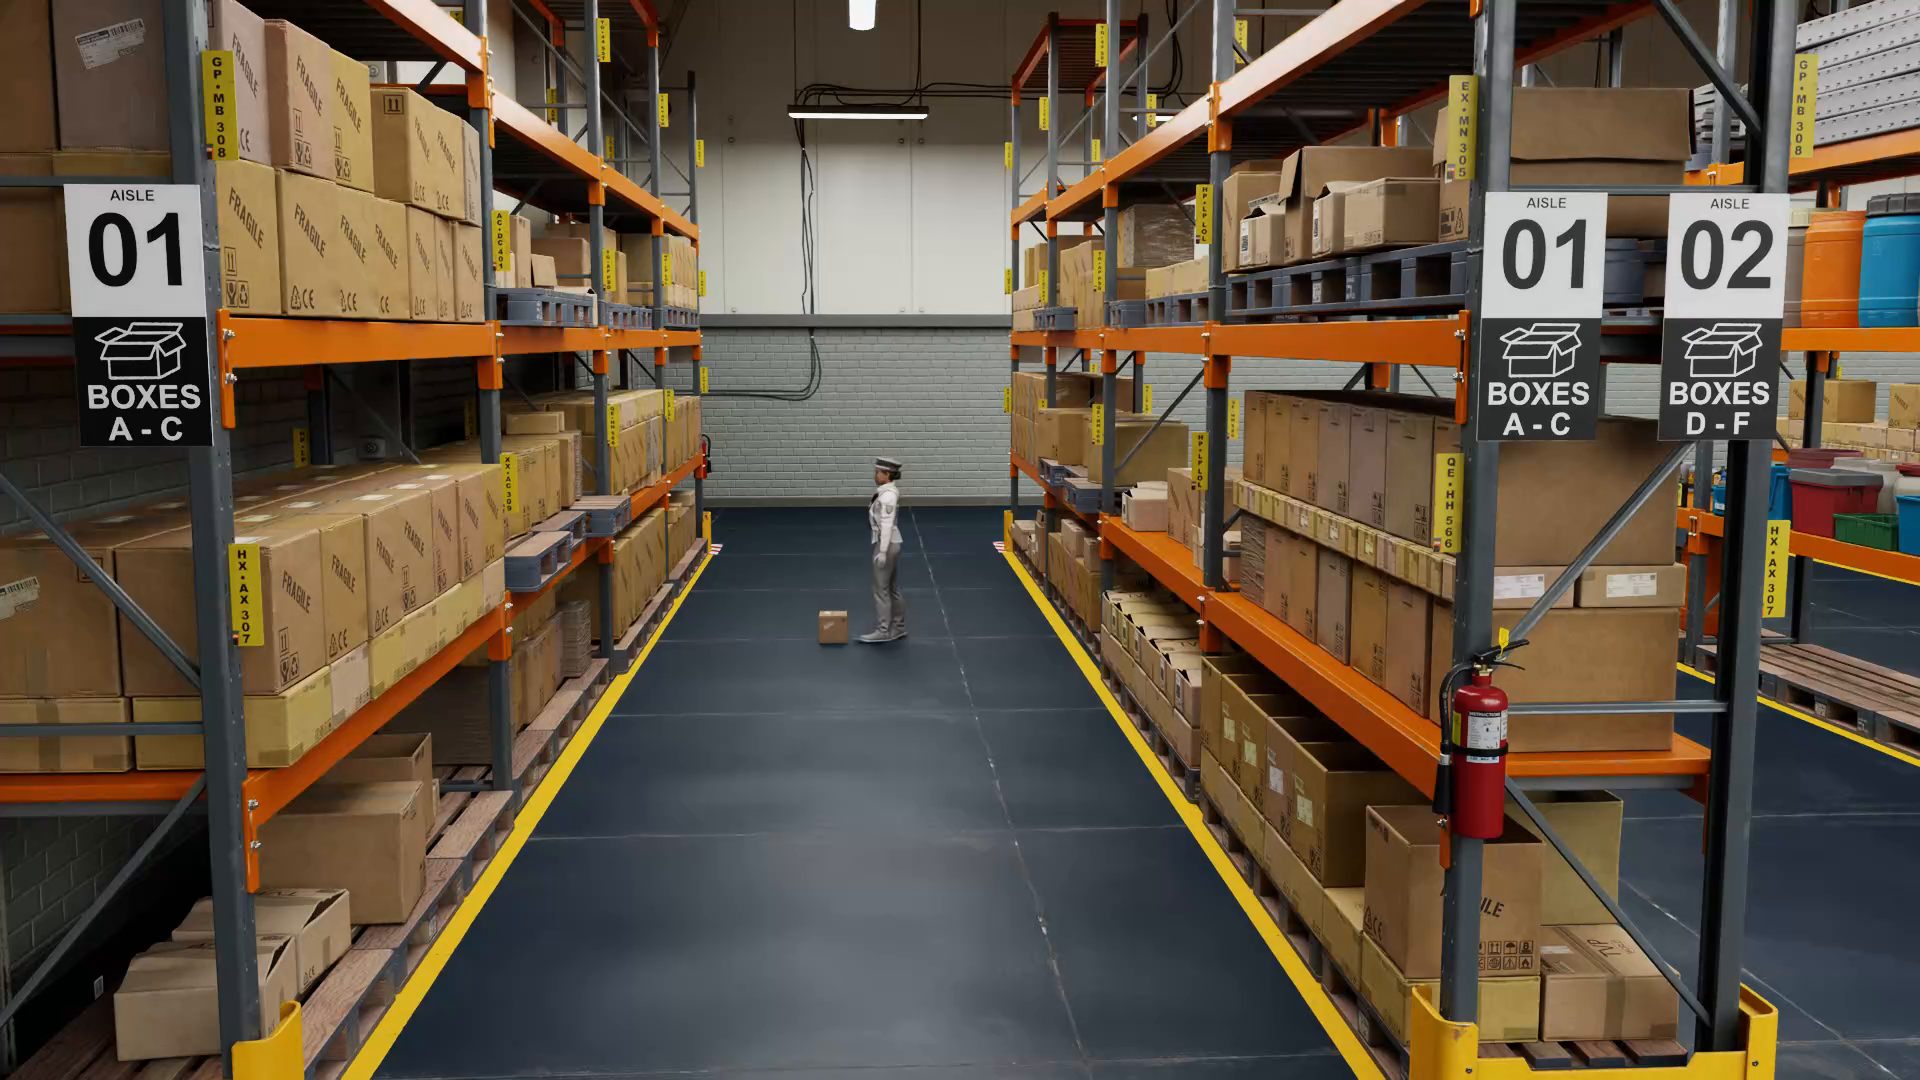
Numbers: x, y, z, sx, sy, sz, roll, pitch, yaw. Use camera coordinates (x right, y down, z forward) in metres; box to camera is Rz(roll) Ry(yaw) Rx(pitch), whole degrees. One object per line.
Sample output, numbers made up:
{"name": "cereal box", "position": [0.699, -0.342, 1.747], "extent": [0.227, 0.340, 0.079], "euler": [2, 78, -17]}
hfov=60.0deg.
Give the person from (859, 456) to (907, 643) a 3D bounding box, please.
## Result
{"name": "person", "position": [-0.696, 0.089, 15.009], "extent": [0.431, 1.699, 0.488], "euler": [0, 7, -2]}
